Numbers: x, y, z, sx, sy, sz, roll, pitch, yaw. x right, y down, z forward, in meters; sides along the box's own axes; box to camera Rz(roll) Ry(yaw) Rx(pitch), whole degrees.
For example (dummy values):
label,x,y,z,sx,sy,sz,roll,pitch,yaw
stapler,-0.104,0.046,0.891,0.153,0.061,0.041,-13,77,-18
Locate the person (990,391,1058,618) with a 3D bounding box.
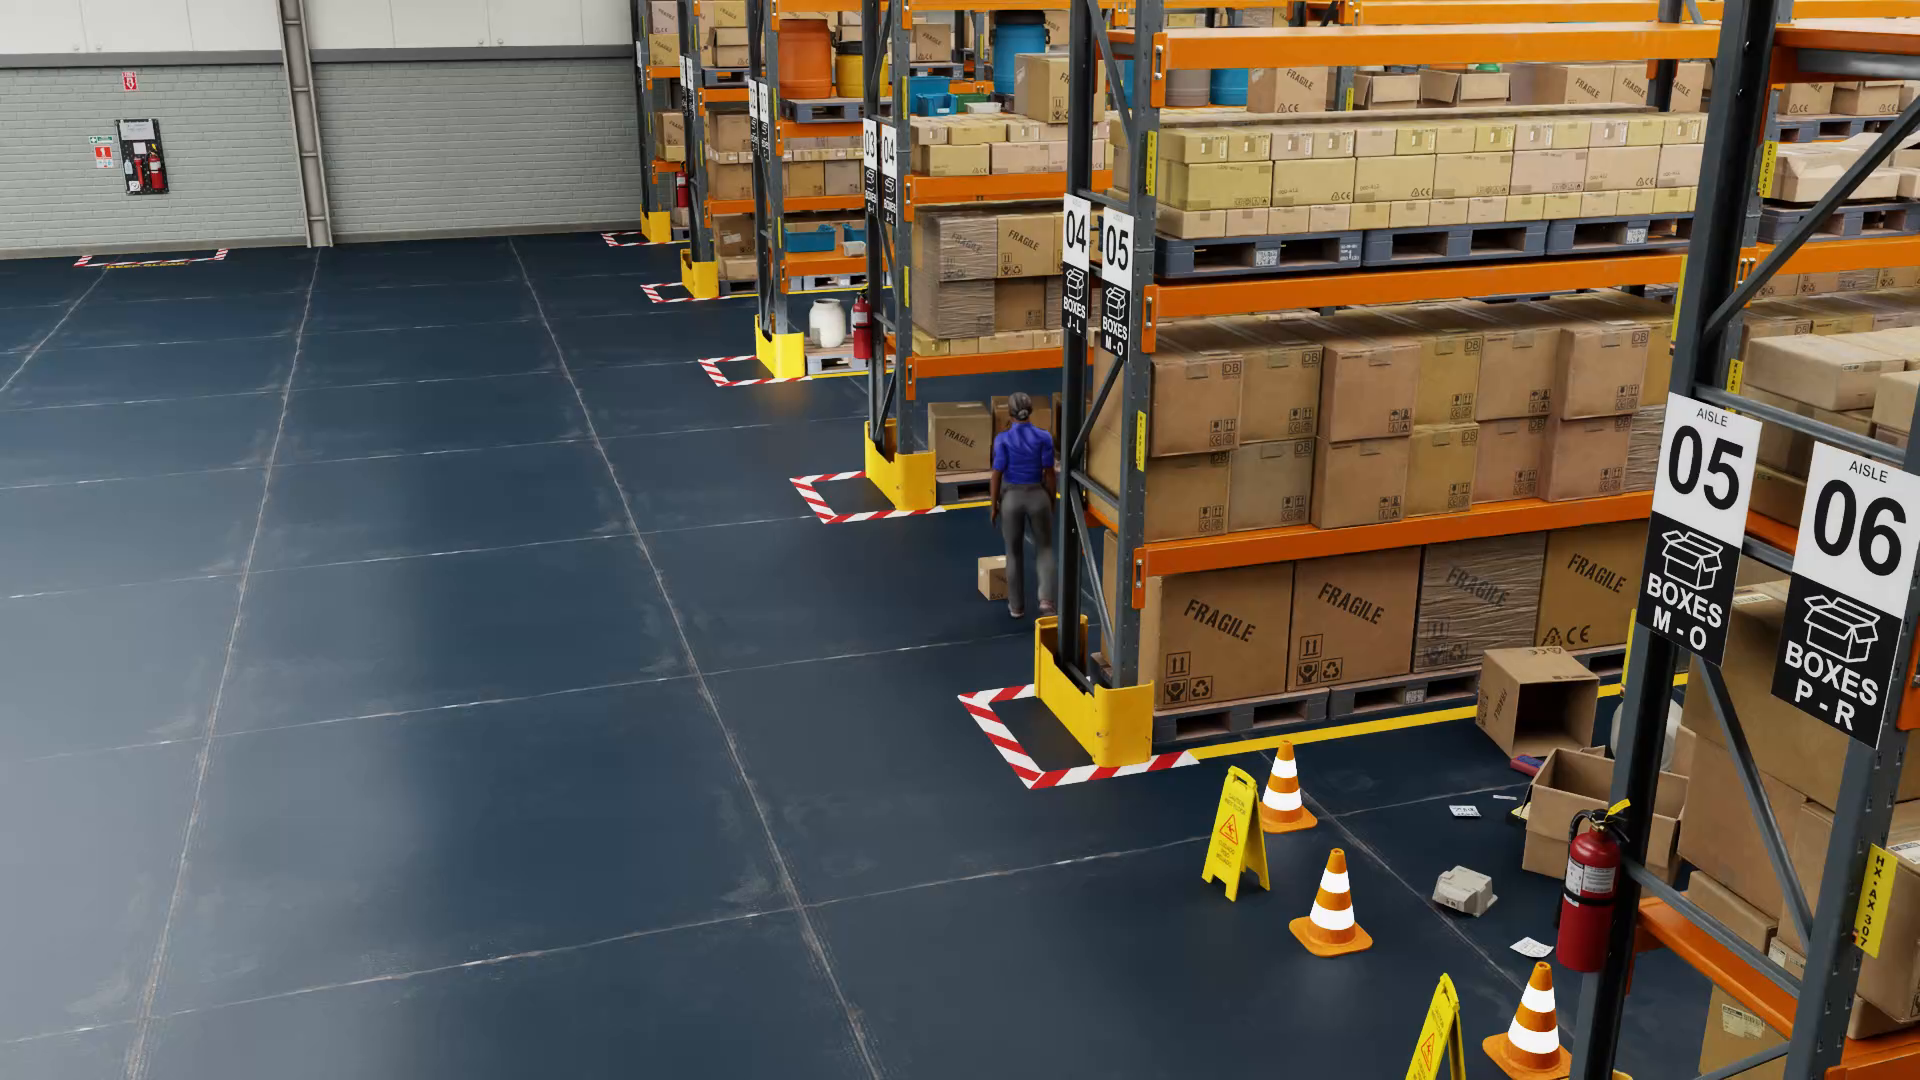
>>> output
label,x,y,z,sx,sy,sz,roll,pitch,yaw
person,0.458,-0.230,11.711,0.500,1.678,0.481,-2,19,-6
